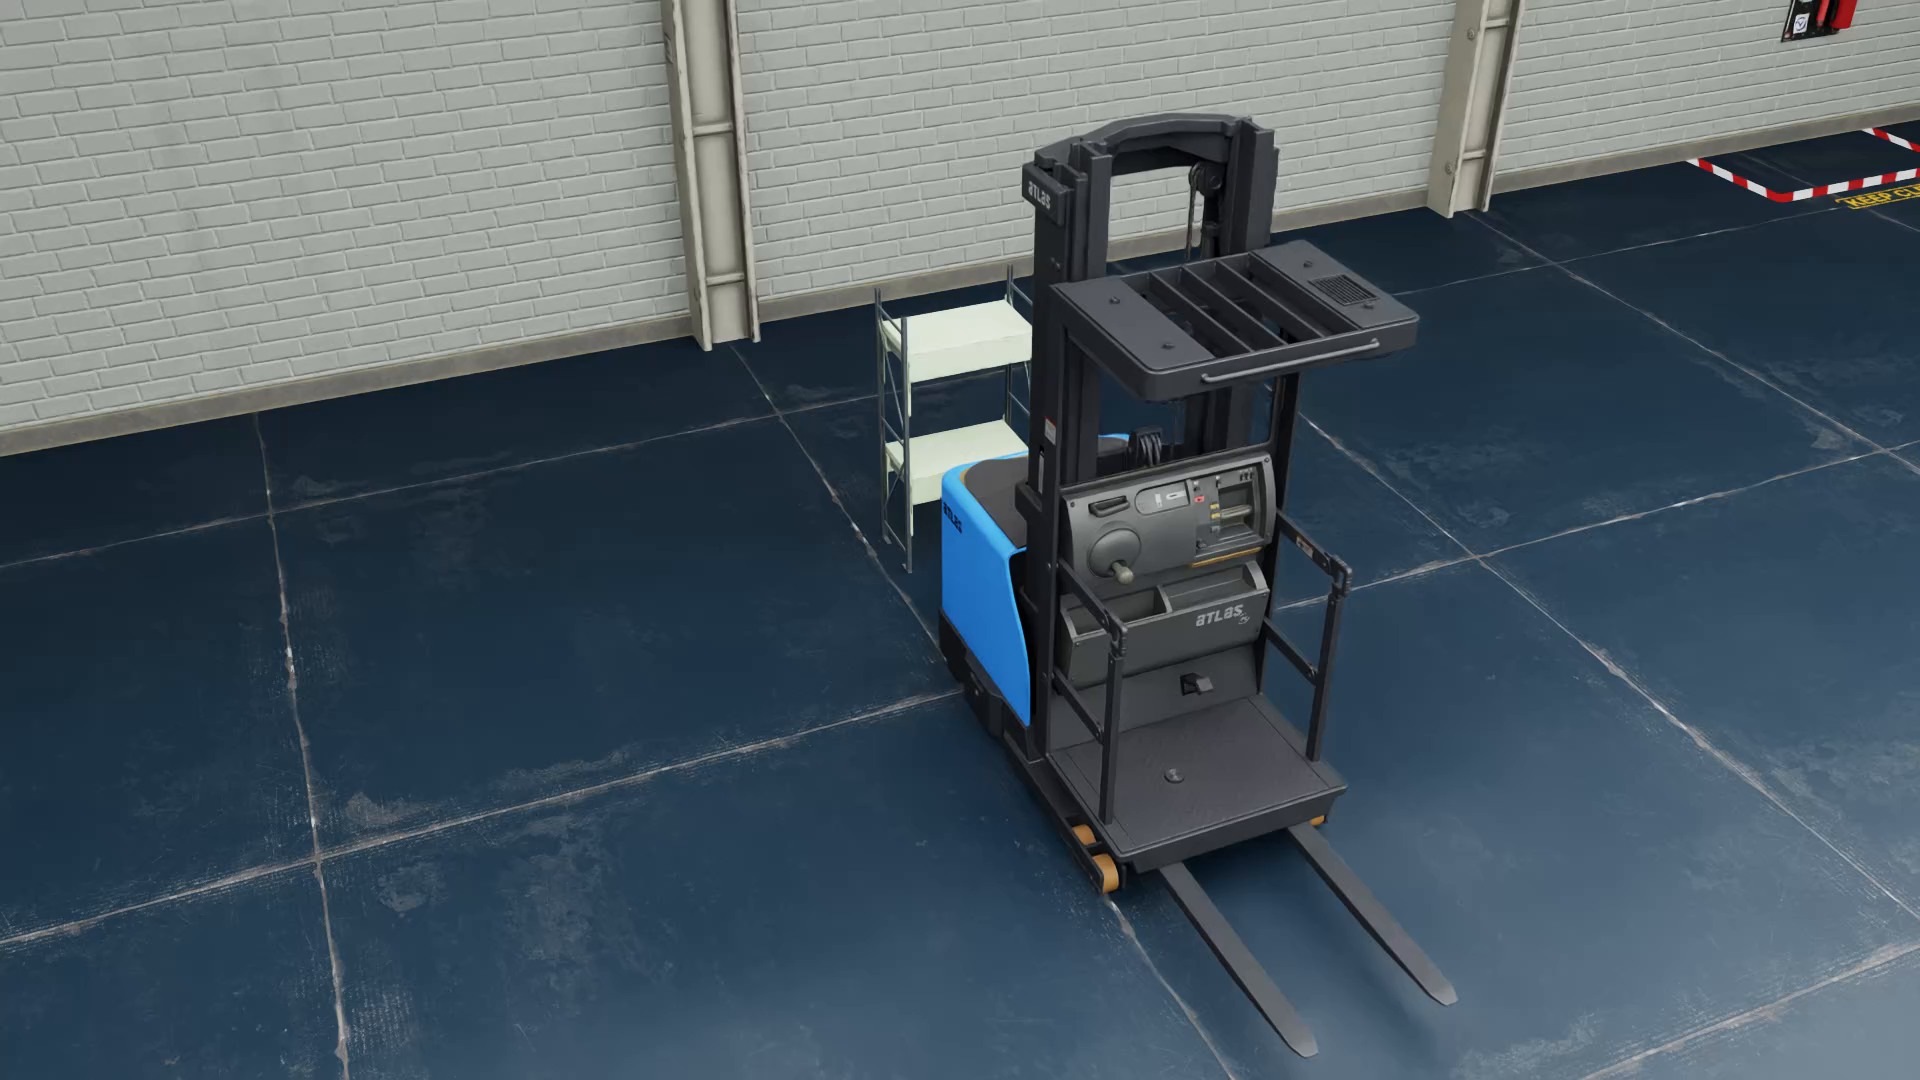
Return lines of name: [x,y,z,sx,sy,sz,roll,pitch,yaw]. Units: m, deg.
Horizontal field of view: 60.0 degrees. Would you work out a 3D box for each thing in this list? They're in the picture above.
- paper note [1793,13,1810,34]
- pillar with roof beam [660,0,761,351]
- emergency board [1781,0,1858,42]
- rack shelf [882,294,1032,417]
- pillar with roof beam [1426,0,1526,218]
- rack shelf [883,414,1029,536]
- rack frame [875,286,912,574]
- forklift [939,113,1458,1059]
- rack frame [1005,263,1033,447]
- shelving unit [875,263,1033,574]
paper note: [6.996,-4.294,13.825,0.142,0.148,0.016,-13,35,-19]
pillar with roof beam: [0.081,-2.985,5.504,0.400,9.000,9.100,-13,35,-19]
emergency board: [7.185,-4.666,13.589,0.643,1.169,0.194,-13,35,-19]
rack shelf: [-0.006,-0.954,8.544,0.720,0.370,0.431,-13,35,-19]
pillar with roof beam: [5.613,-4.252,7.451,0.400,9.000,9.100,-13,35,-19]
rack shelf: [-0.006,-0.354,8.935,0.720,0.370,0.431,-13,35,-19]
rack frame: [-0.344,-0.550,8.638,0.023,1.500,0.400,-13,35,-19]
forklift: [0.941,-0.026,6.521,1.130,2.935,3.031,-13,35,-19]
rack frame: [0.331,-0.705,8.876,0.023,1.500,0.400,-13,35,-19]
shelving unit: [-0.006,-0.627,8.757,0.755,1.500,0.431,-13,35,-19]
